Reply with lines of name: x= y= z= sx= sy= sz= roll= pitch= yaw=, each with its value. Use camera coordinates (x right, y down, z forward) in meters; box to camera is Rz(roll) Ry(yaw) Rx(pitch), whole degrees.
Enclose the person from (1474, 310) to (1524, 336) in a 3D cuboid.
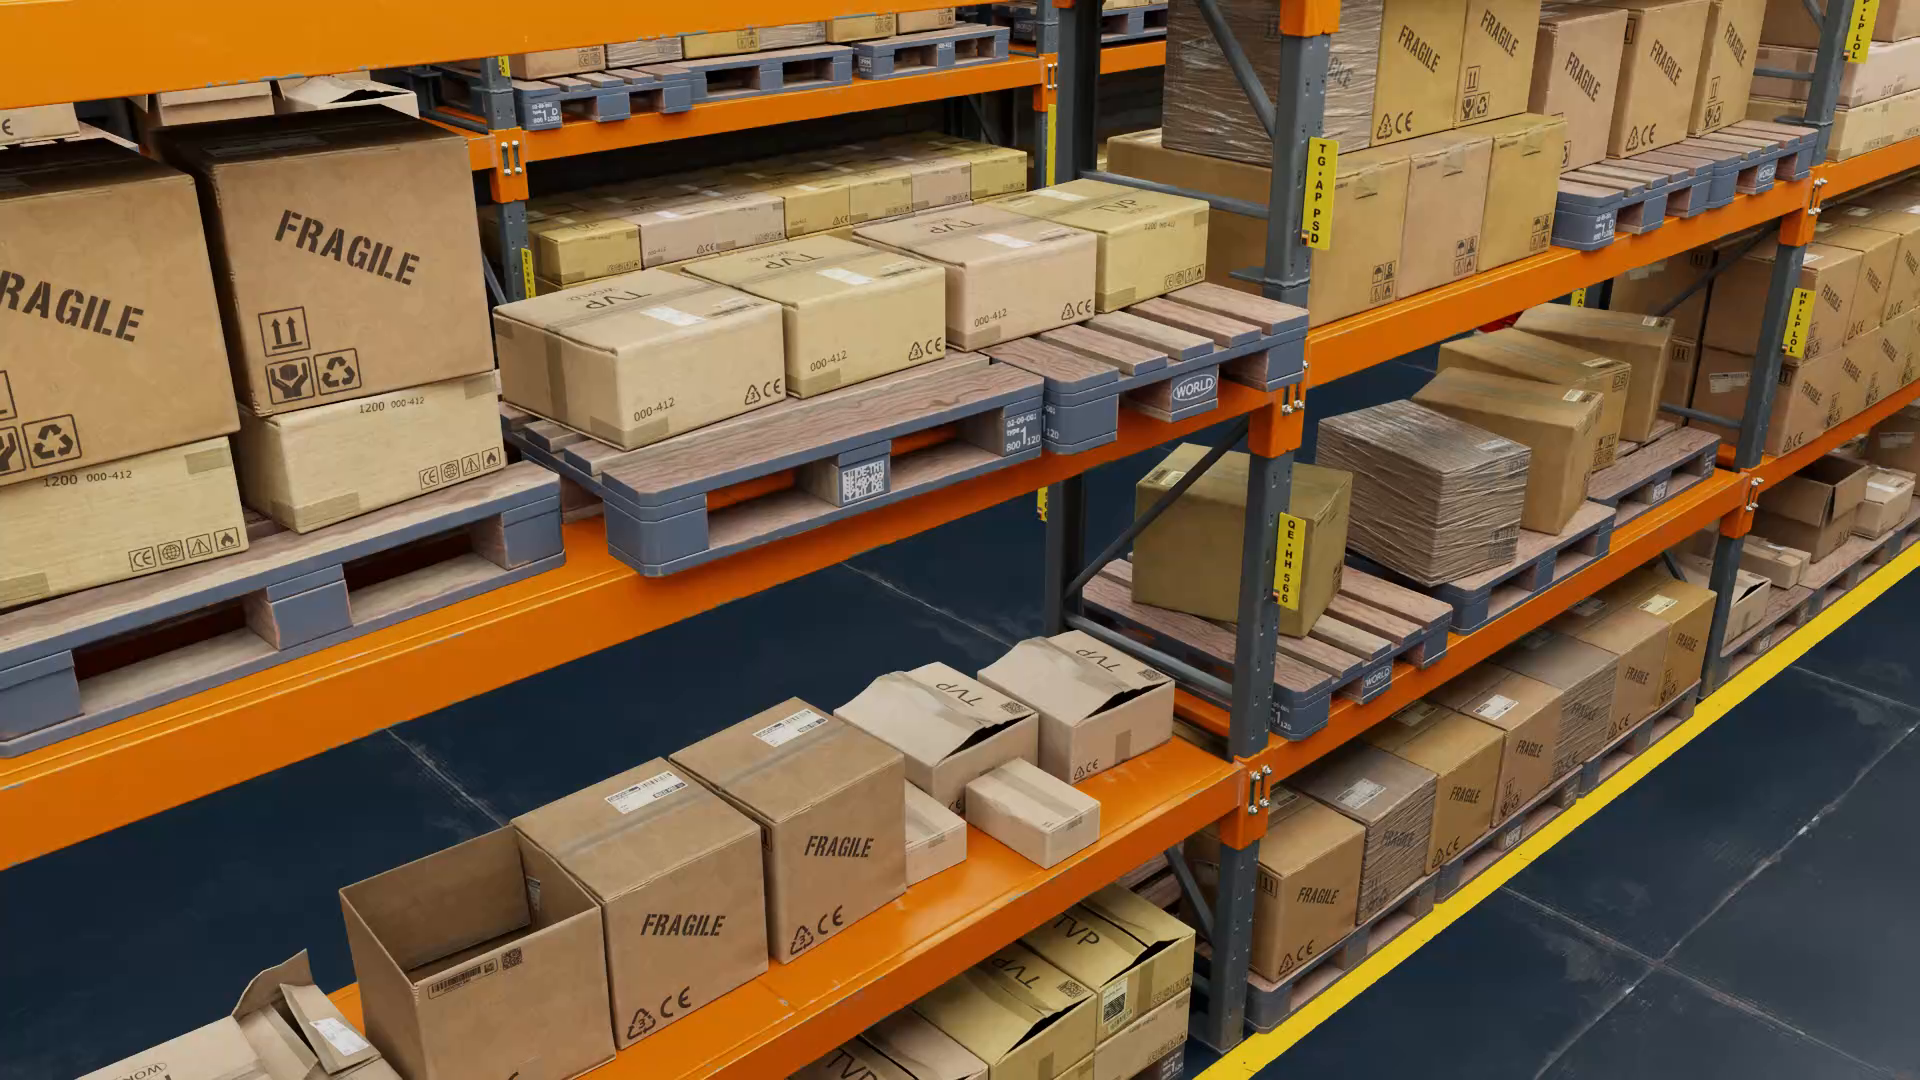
person: x=3.741 y=-1.291 z=11.498 sx=1.034 sy=1.670 sz=0.537 roll=-13 pitch=27 yaw=-27
